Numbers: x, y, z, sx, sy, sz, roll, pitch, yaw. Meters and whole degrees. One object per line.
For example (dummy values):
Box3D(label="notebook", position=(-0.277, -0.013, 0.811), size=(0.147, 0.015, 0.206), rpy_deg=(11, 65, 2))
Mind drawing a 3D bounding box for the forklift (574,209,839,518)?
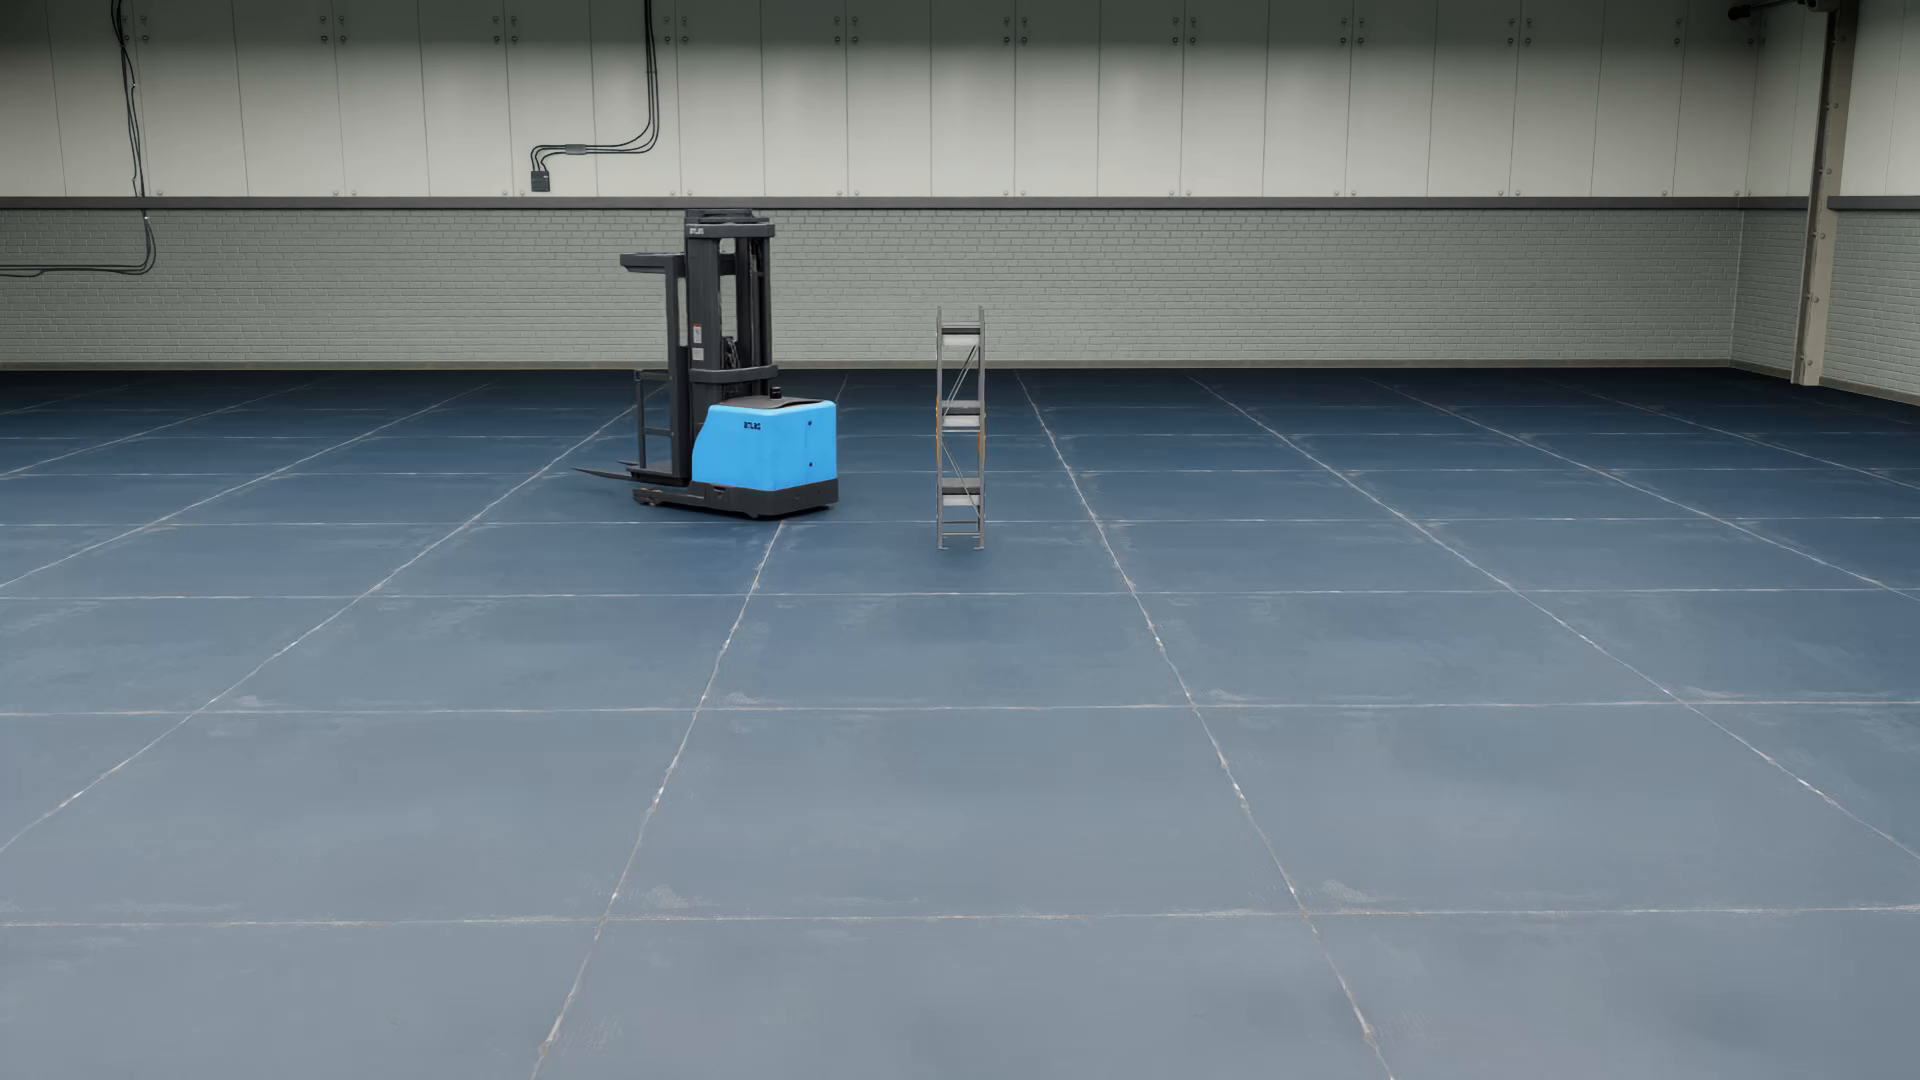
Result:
Box3D(label="forklift", position=(-2.697, -1.852, 16.818), size=(3.031, 2.935, 1.130), rpy_deg=(8, 14, 36))

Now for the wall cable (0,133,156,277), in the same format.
Box3D(label="wall cable", position=(-16.003, -5.973, 29.676), size=(3.097, 2.526, 0.112), rpy_deg=(0, 11, -1))

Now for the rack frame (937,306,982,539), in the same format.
Box3D(label="rack frame", position=(-0.002, -1.045, 14.927), size=(0.400, 2.100, 0.015), rpy_deg=(0, 11, -1))

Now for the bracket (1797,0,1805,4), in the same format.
Box3D(label="bracket", position=(13.866, -8.878, 27.133), size=(0.235, 0.232, 0.430), rpy_deg=(0, 11, -1))

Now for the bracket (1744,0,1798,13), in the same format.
Box3D(label="bracket", position=(13.829, -9.232, 28.877), size=(0.076, 0.066, 3.189), rpy_deg=(0, 11, -1))

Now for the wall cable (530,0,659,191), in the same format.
Box3D(label="wall cable", position=(-6.511, -9.197, 29.206), size=(2.305, 6.003, 0.169), rpy_deg=(0, 11, -1))

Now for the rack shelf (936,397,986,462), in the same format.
Box3D(label="rack shelf", position=(0.003, -0.983, 14.691), size=(0.431, 0.518, 0.480), rpy_deg=(0, 11, -1))

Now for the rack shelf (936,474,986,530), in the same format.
Box3D(label="rack shelf", position=(0.003, -0.297, 14.830), size=(0.431, 0.518, 0.480), rpy_deg=(0, 11, -1))

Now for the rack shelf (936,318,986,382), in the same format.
Box3D(label="rack shelf", position=(0.003, -1.669, 14.552), size=(0.431, 0.518, 0.480), rpy_deg=(0, 11, -1))

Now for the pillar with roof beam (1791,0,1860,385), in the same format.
Box3D(label="pillar with roof beam", position=(9.925, -7.015, 27.005), size=(9.100, 9.000, 0.548), rpy_deg=(0, 11, -1))

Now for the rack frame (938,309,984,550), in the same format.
Box3D(label="rack frame", position=(0.008, -0.948, 14.449), size=(0.400, 2.100, 0.015), rpy_deg=(0, 11, -1))

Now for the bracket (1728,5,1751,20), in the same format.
Box3D(label="bracket", position=(13.817, -9.349, 29.456), size=(0.235, 0.232, 0.430), rpy_deg=(0, 11, -1))

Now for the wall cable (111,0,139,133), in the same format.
Box3D(label="wall cable", position=(-13.298, -8.459, 29.229), size=(3.097, 2.526, 0.112), rpy_deg=(0, 11, -1))

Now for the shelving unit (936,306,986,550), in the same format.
Box3D(label="shelving unit", position=(0.003, -0.996, 14.688), size=(0.431, 2.100, 0.503), rpy_deg=(0, 11, -1))
